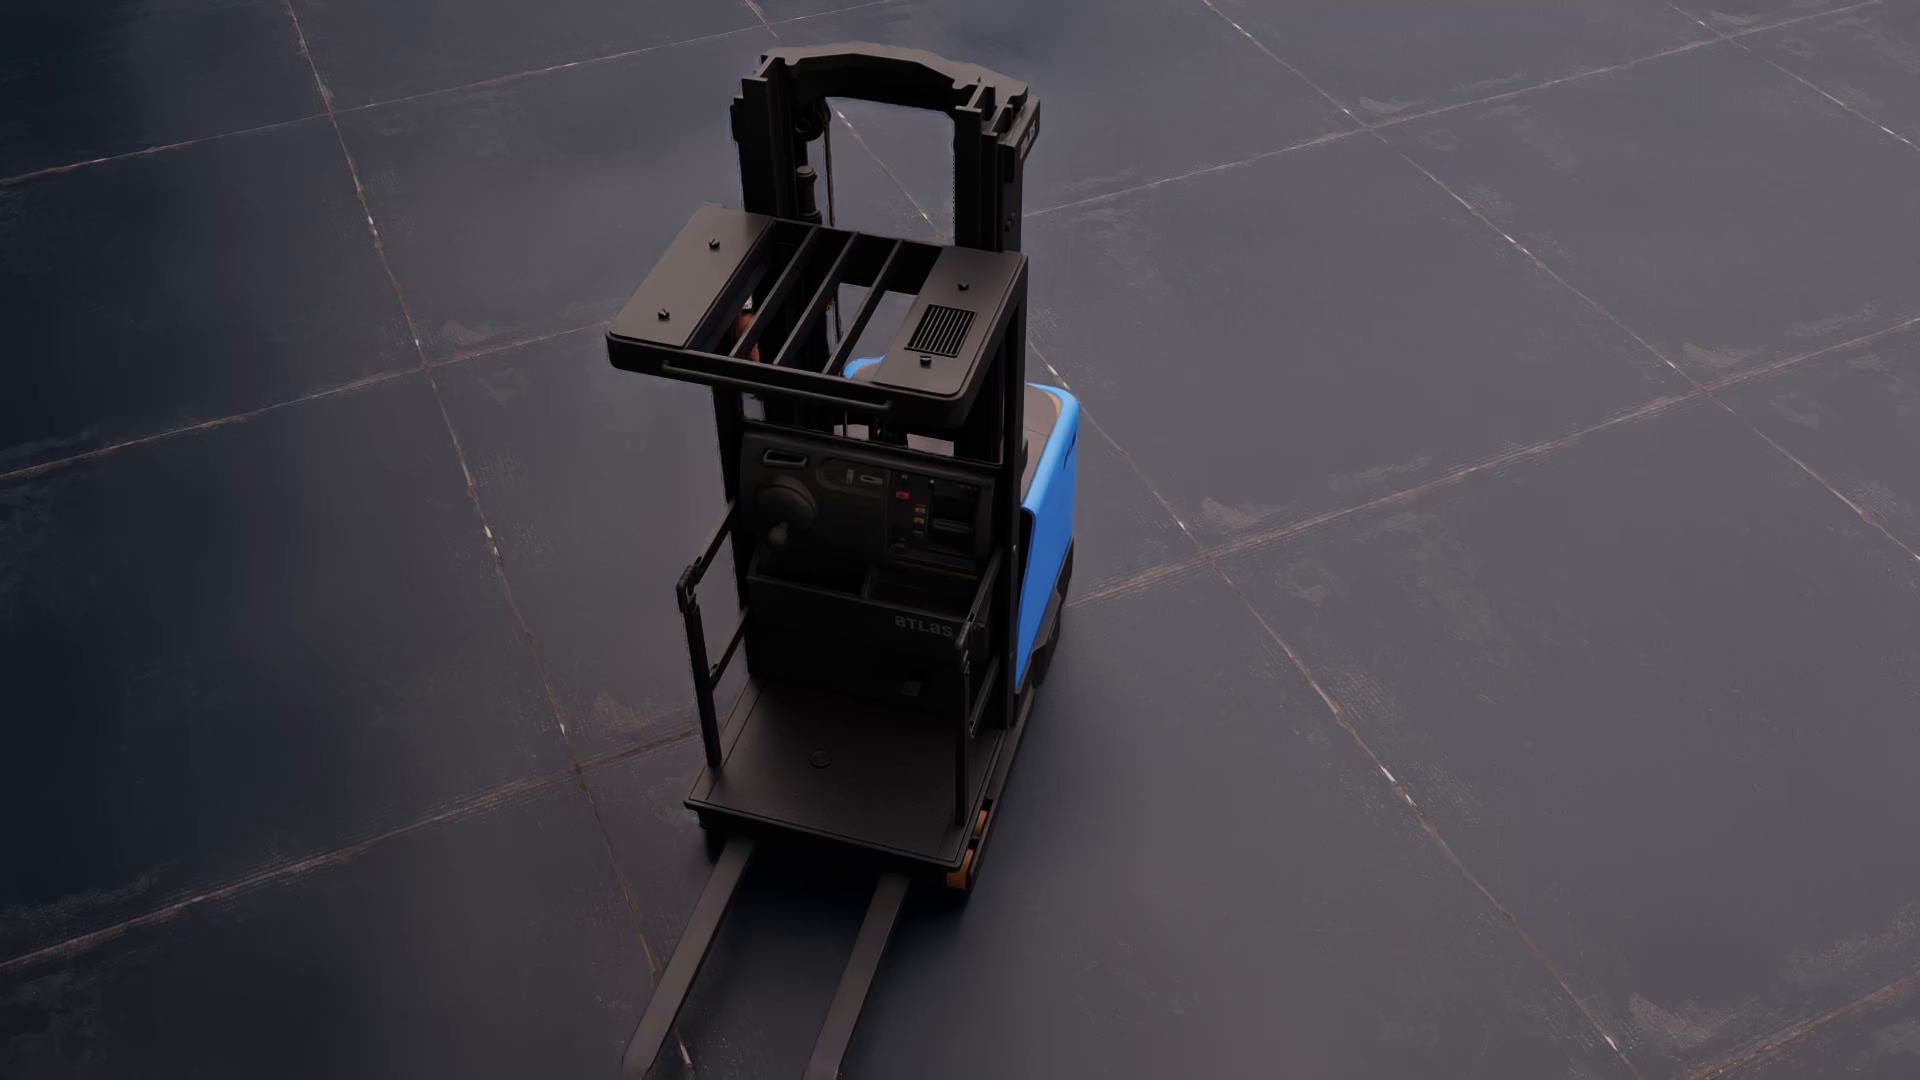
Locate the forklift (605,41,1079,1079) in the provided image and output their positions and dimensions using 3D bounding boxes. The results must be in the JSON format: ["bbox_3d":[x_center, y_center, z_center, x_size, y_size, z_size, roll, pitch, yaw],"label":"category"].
[{"bbox_3d":[-0.393,-0.035,5.718,1.130,2.935,3.031,11,44,12],"label":"forklift"}]

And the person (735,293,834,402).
[{"bbox_3d":[-0.816,-0.972,7.605,0.381,1.726,0.773,9,44,10],"label":"person"}]
